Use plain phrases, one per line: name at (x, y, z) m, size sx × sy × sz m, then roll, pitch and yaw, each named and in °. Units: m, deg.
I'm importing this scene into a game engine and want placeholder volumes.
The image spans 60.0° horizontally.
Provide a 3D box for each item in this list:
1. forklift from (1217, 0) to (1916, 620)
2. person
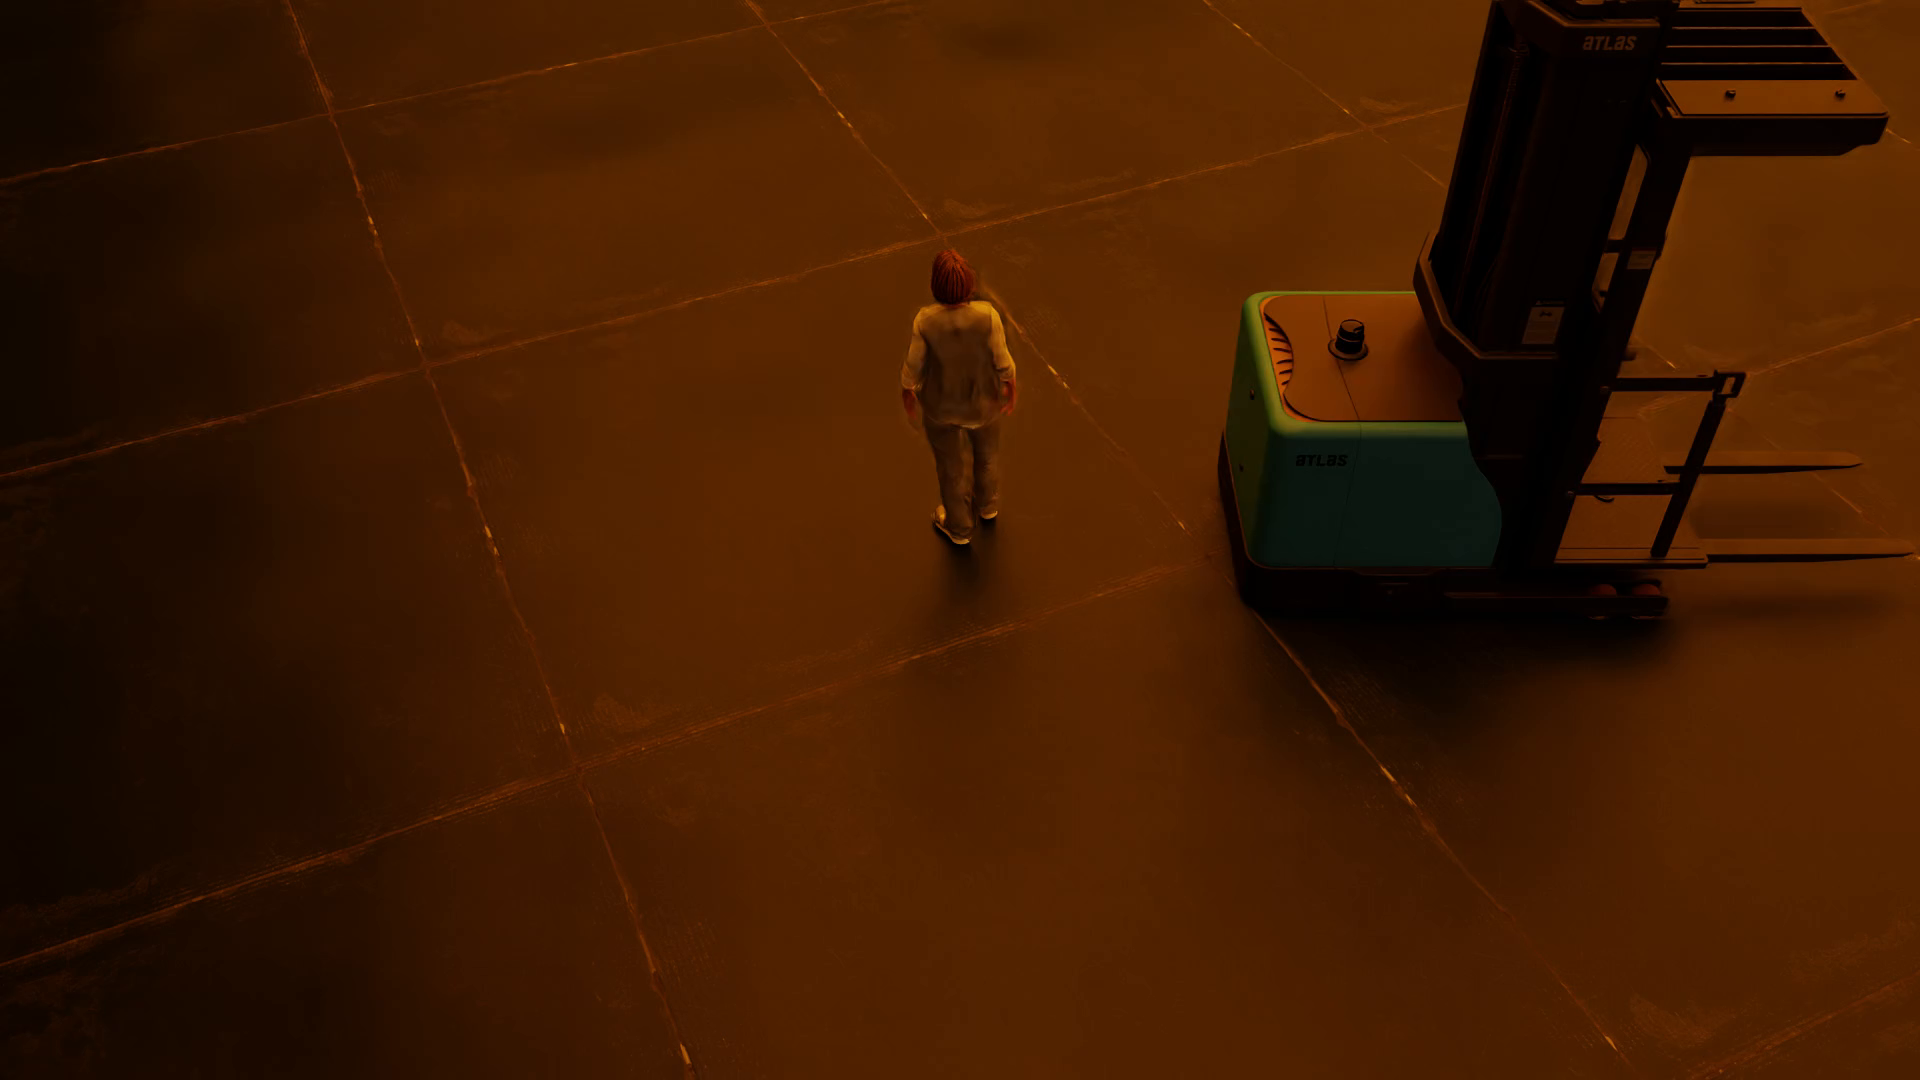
forklift at (2.769, -1.079, 6.837) m, size 3.031 × 2.935 × 1.130 m, roll 0°, pitch 43°, yaw 0°
person at (-0.002, -0.665, 7.362) m, size 0.503 × 1.600 × 0.530 m, roll 0°, pitch 43°, yaw 0°
